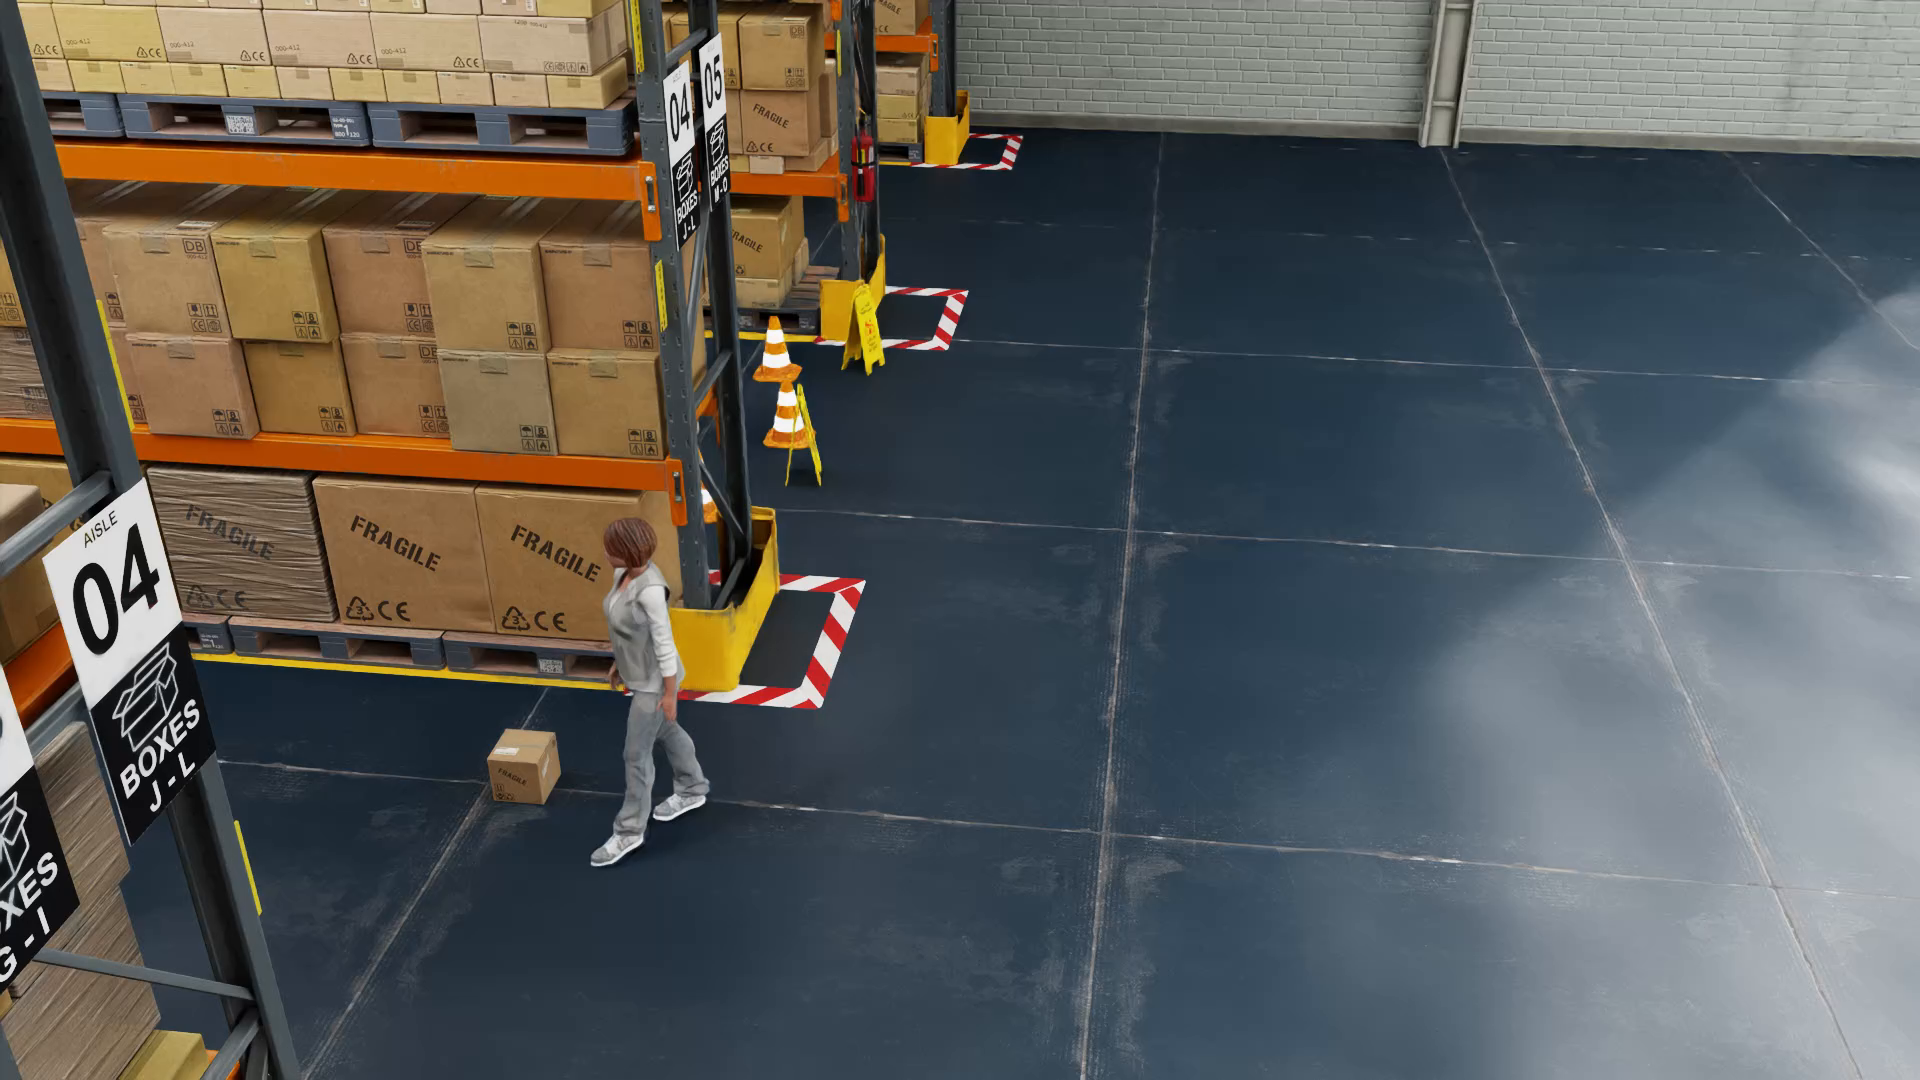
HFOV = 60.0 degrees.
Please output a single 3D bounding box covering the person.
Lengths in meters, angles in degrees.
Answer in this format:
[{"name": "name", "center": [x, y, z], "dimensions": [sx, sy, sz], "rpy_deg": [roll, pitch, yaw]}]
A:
[{"name": "person", "center": [-1.467, 0.638, 7.446], "dimensions": [0.636, 1.590, 0.459], "rpy_deg": [-12, 31, -21]}]
